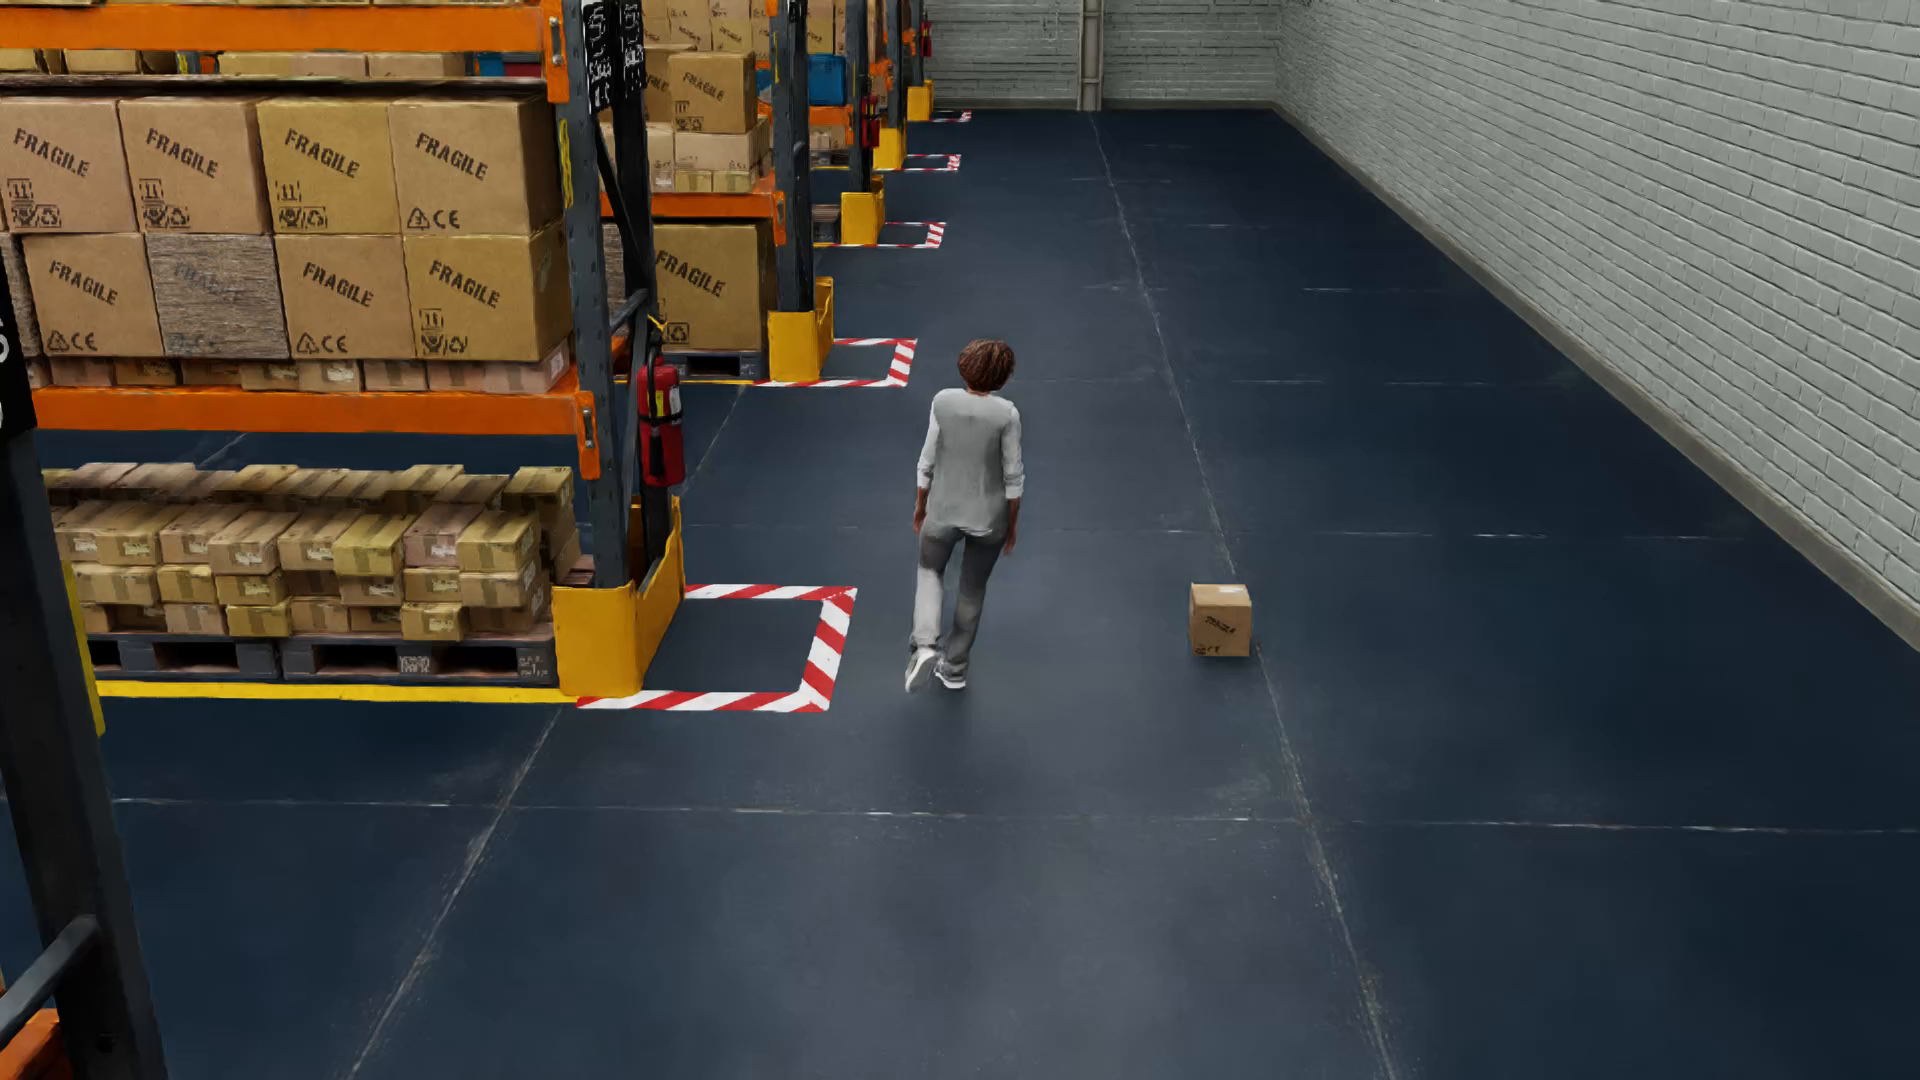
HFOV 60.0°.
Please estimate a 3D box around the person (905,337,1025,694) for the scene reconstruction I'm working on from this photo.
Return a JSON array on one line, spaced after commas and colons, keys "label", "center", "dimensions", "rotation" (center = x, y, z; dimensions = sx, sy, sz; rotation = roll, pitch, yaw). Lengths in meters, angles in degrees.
[{"label": "person", "center": [0.024, -0.078, 6.842], "dimensions": [0.483, 1.574, 0.480], "rotation": [2, 21, 5]}]
